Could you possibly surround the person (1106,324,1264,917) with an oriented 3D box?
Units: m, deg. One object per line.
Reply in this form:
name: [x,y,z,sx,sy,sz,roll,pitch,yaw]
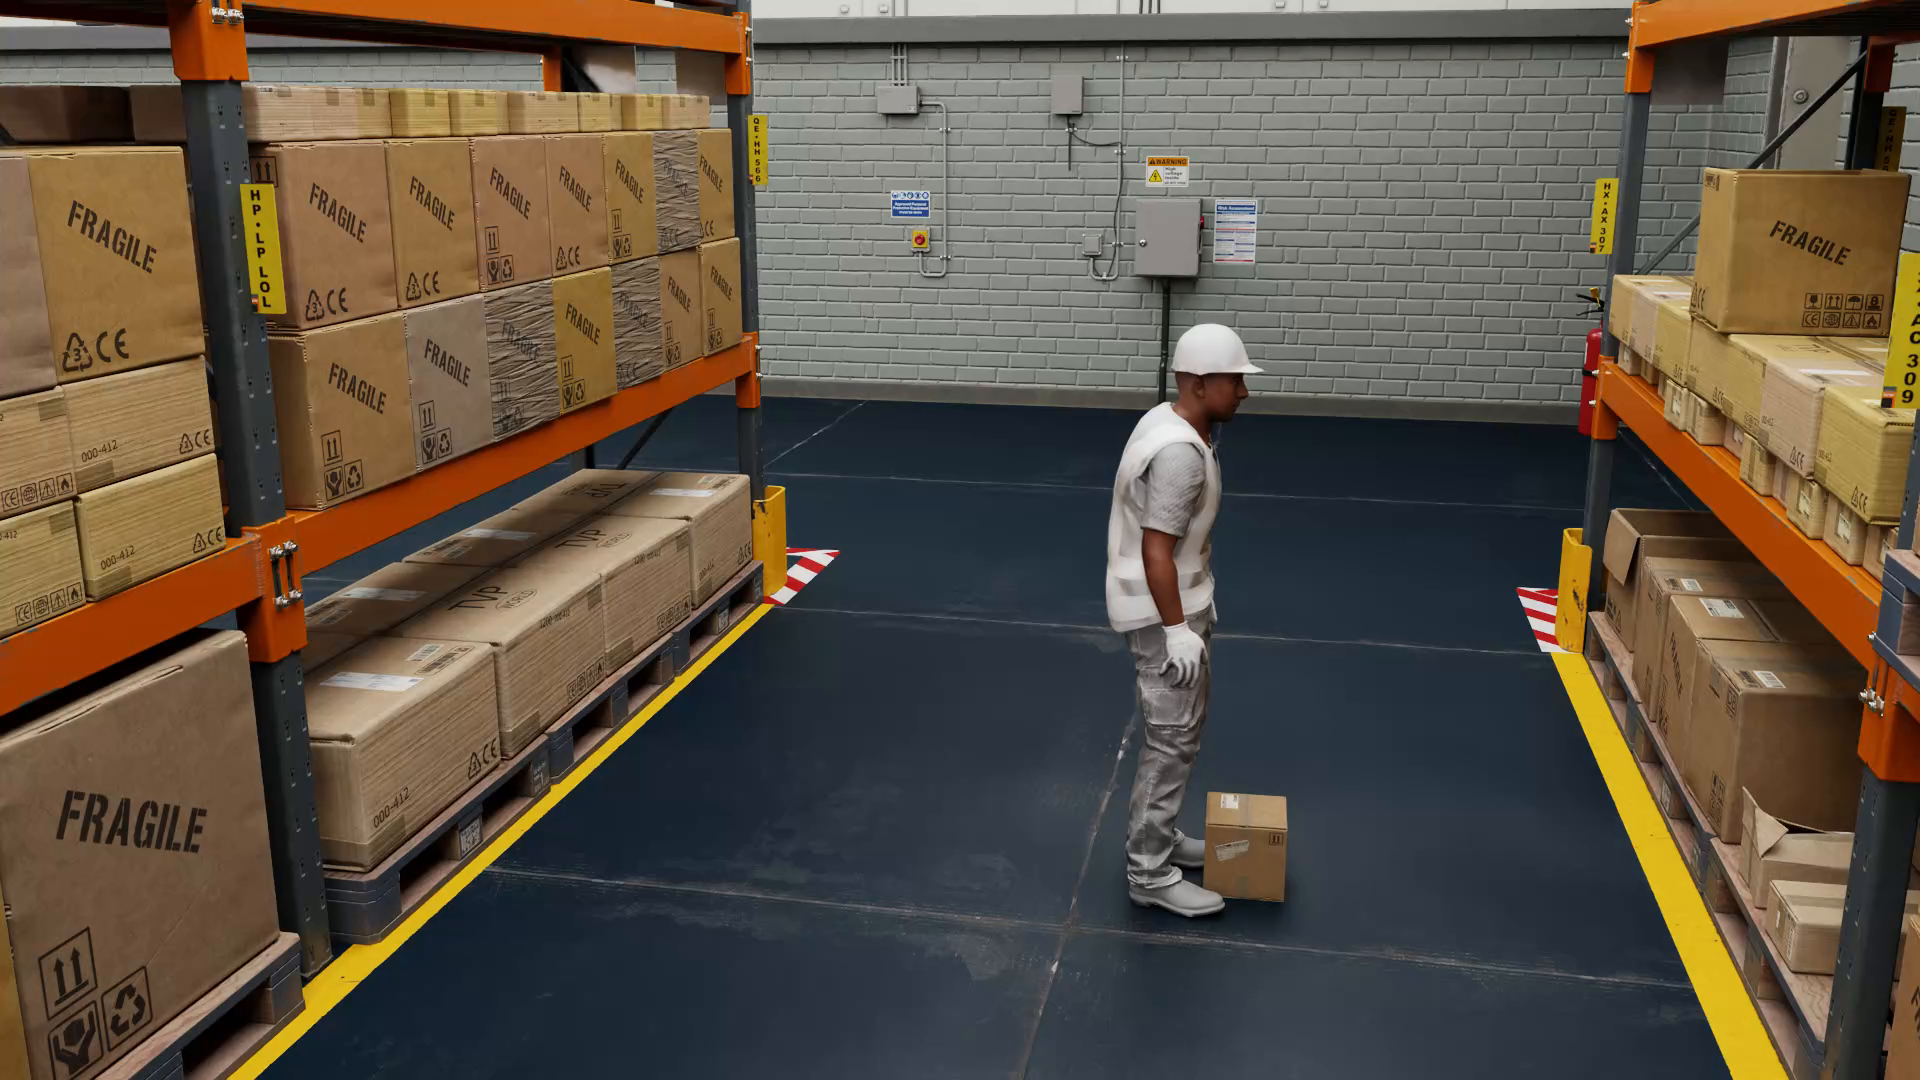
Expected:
person: [0.674,0.227,5.110,0.446,1.775,0.619,3,15,12]
